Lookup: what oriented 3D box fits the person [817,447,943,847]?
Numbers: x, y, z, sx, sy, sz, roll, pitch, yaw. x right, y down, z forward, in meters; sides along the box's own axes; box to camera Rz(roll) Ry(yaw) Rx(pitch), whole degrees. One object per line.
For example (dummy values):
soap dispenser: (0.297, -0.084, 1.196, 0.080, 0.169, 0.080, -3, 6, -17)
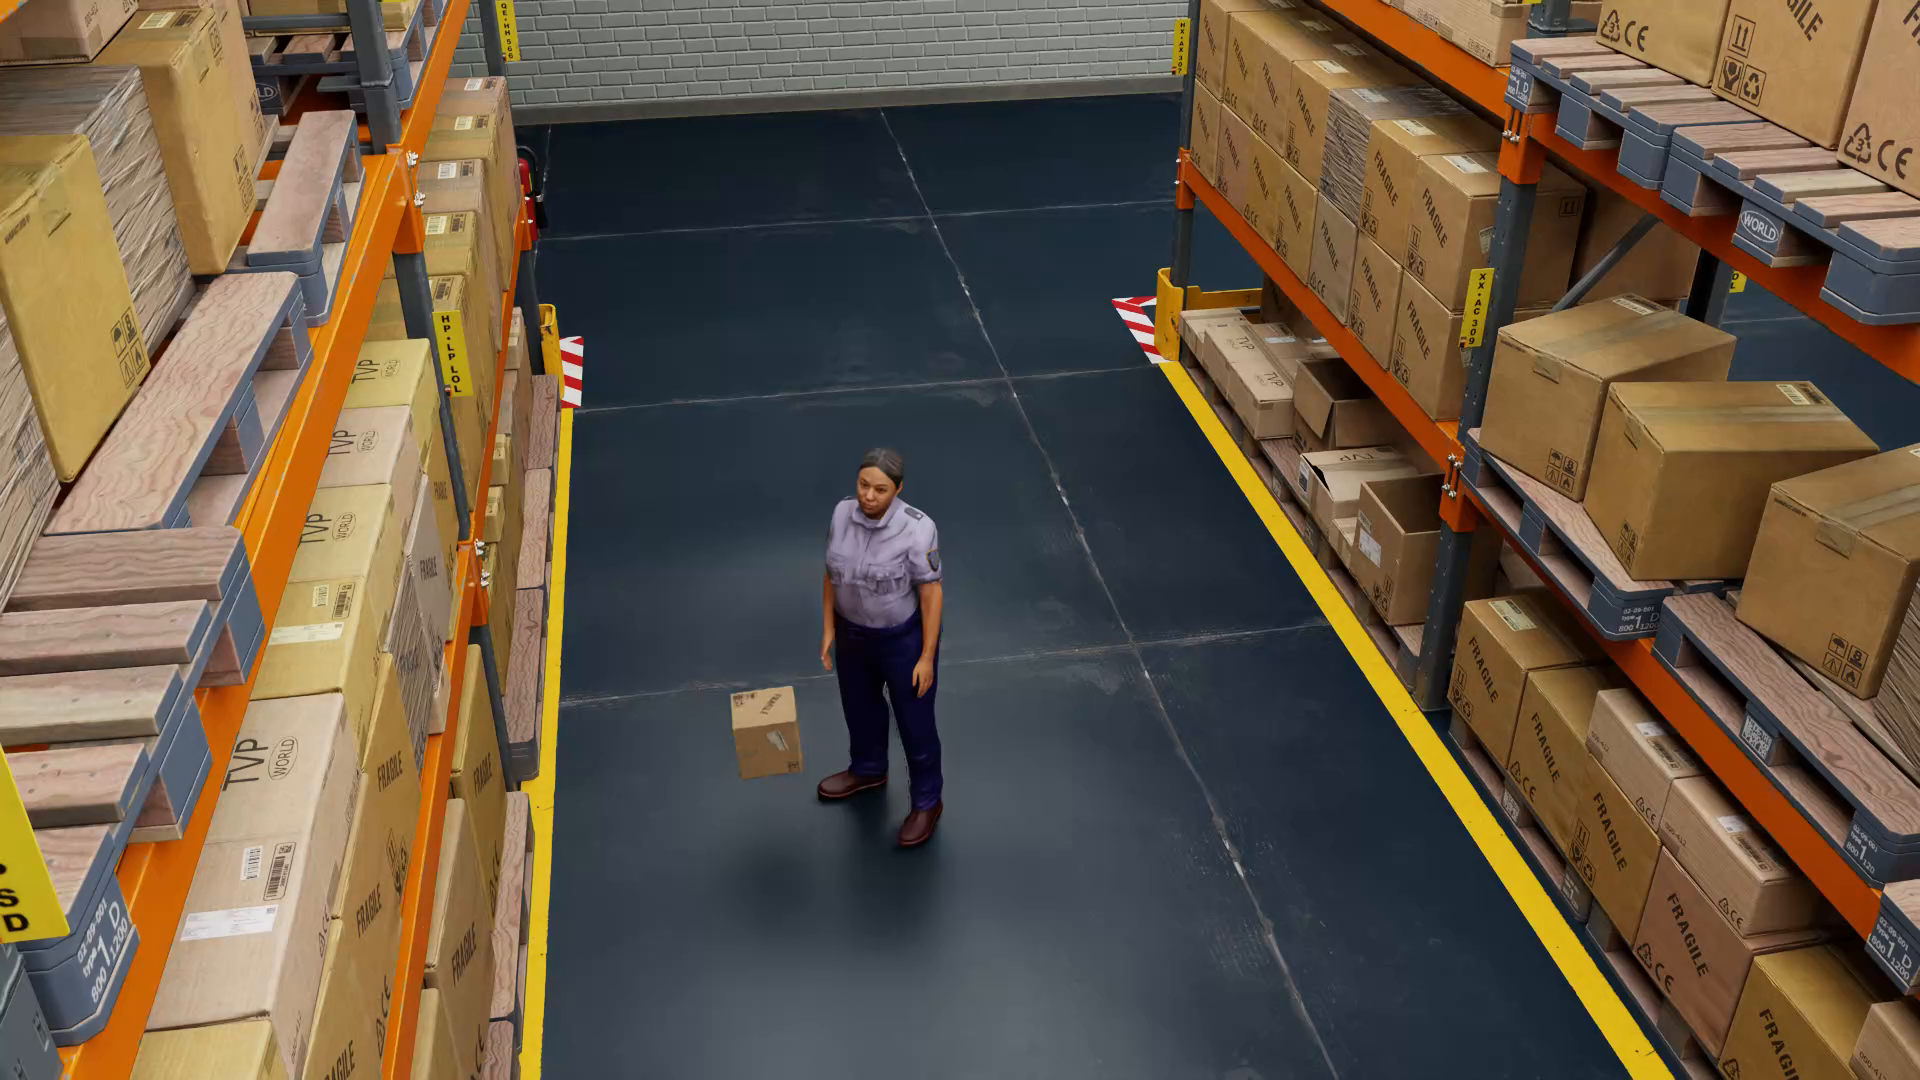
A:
person: (-0.315, 0.397, 6.453, 0.592, 1.647, 0.368, 18, 35, 27)
